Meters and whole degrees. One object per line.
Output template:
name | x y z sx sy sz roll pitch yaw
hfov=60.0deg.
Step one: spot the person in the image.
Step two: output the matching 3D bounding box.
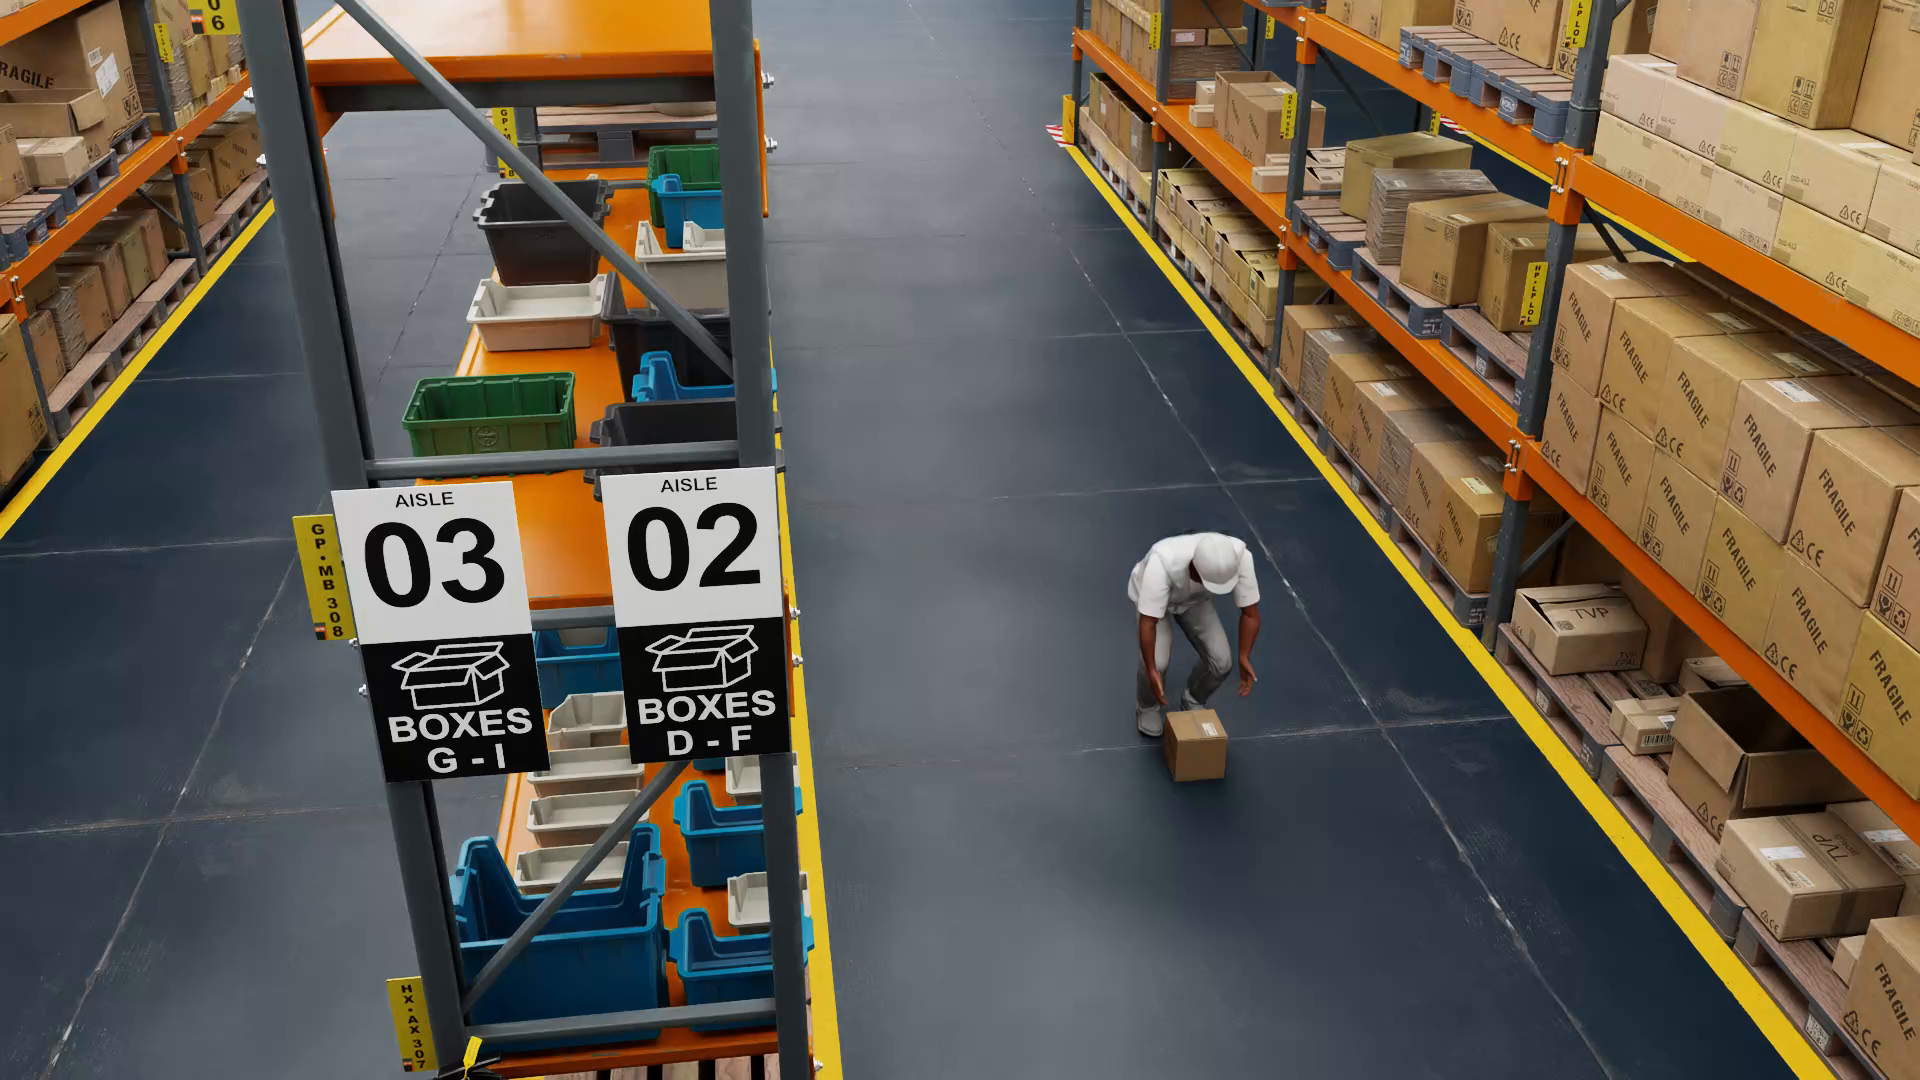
person | 1.160 0.409 8.356 0.625 1.253 0.828 -4 27 -7
